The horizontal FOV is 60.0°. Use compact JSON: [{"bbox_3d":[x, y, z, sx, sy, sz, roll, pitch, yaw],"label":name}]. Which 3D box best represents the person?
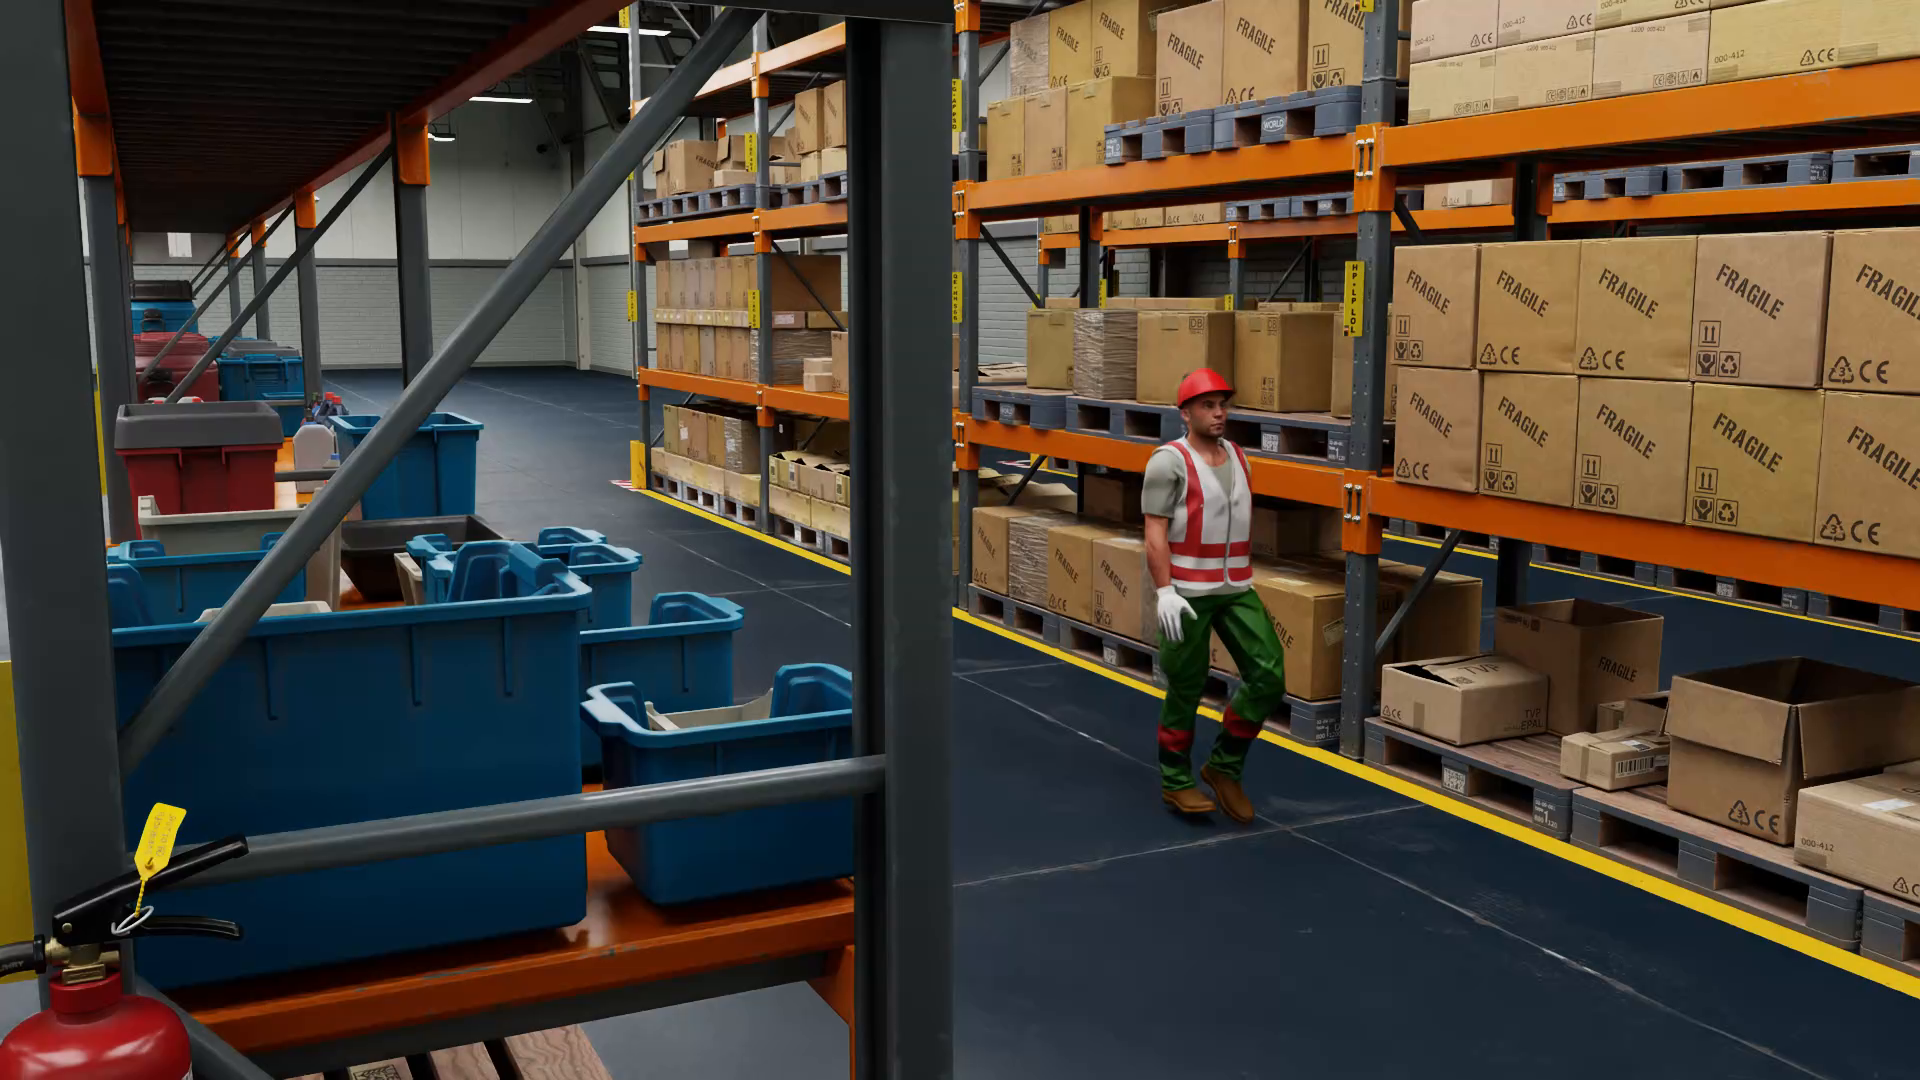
[{"bbox_3d":[1.007,0.237,6.562,0.598,1.818,0.492,-4,10,-28],"label":"person"}]
